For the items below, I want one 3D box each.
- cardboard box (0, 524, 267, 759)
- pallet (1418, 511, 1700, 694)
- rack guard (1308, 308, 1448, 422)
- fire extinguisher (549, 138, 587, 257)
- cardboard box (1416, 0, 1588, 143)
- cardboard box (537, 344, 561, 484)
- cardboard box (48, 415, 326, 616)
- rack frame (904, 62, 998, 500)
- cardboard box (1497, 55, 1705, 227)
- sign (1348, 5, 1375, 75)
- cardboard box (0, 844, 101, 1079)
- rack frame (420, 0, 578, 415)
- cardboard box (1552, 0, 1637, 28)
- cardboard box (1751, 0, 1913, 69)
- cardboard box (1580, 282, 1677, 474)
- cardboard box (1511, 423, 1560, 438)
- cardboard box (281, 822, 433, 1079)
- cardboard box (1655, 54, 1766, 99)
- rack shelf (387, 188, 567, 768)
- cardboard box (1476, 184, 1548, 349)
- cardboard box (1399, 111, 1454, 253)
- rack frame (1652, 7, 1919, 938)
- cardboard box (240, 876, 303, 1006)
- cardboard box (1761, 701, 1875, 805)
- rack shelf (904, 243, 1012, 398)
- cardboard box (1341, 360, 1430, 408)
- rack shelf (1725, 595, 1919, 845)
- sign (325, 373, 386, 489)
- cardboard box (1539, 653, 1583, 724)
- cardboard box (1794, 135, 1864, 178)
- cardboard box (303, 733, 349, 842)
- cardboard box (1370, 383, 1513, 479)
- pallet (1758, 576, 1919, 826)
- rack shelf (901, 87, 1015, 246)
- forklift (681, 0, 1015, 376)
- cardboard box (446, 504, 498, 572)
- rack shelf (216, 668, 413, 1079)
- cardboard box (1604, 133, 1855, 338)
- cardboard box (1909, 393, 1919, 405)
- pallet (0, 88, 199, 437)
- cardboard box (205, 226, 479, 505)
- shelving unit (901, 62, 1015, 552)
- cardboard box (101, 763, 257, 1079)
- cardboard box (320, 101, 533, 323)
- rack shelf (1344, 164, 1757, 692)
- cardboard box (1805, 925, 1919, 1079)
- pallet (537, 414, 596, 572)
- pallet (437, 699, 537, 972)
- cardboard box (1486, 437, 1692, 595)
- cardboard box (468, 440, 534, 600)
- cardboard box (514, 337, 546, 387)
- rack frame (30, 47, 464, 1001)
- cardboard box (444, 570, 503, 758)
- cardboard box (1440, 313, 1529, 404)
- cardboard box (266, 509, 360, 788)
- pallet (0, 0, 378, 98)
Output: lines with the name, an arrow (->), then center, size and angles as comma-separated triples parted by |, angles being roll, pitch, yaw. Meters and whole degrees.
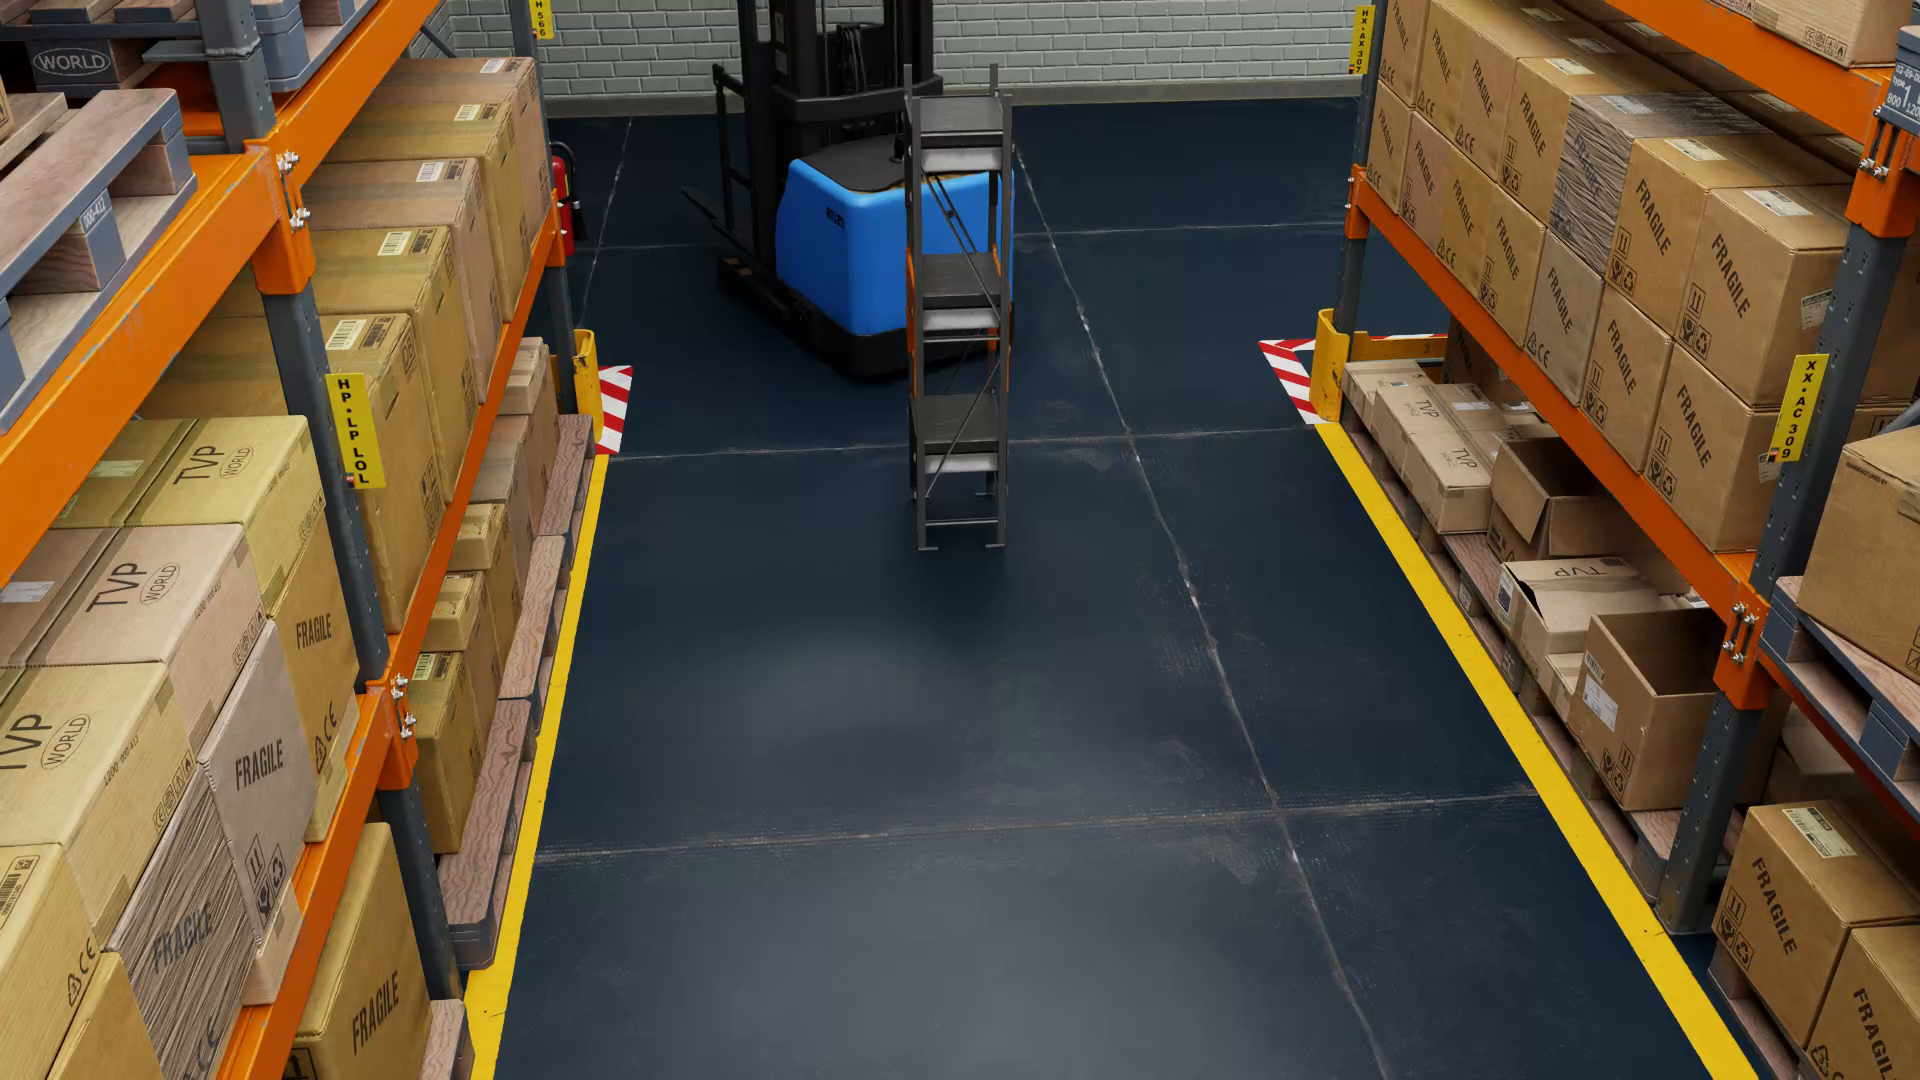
cardboard box -> -1.743, 0.206, 3.341 | 0.500, 0.250, 0.500 | -2, 31, -4
pallet -> 2.672, 0.203, 7.205 | 1.003, 0.211, 1.213 | -3, 31, -5
rack guard -> 2.485, -0.950, 8.853 | 1.175, 0.500, 0.348 | -3, 31, -5
fire extinguisher -> -2.008, -1.728, 8.158 | 0.296, 0.674, 0.183 | -3, 31, -5
cardboard box -> 2.314, -2.028, 7.148 | 0.500, 0.500, 0.500 | -2, 31, -4
cardboard box -> -2.288, -0.577, 7.819 | 0.700, 0.500, 0.500 | -3, 31, -5
cardboard box -> -1.781, -0.055, 3.779 | 0.500, 0.250, 0.500 | -2, 31, -3
rack frame -> -0.038, -1.111, 7.562 | 0.400, 2.100, 0.015 | -3, 31, -5
cardboard box -> 2.404, -1.513, 6.286 | 0.500, 0.500, 0.500 | -3, 31, -5
sign -> 1.938, -2.407, 8.011 | 0.100, 0.325, 0.005 | -3, 31, -5
cardboard box -> -1.647, 0.727, 2.470 | 0.500, 0.250, 0.500 | -3, 31, -6
rack frame -> -2.453, -1.823, 7.876 | 1.000, 3.000, 0.127 | -3, 31, -5
cardboard box -> 2.842, -2.062, 7.205 | 0.500, 0.500, 0.500 | -2, 31, -3
cardboard box -> 2.542, -1.479, 4.521 | 0.500, 0.250, 0.500 | -3, 31, -5
cardboard box -> 2.500, -0.569, 5.679 | 0.500, 0.500, 0.500 | -2, 31, -3
cardboard box -> 2.833, -0.318, 7.610 | 0.500, 0.250, 0.500 | -3, 31, -5
cardboard box -> -1.890, 1.288, 4.356 | 0.750, 0.750, 0.750 | -2, 31, -4
cardboard box -> 2.943, -1.535, 6.323 | 0.500, 0.500, 0.500 | -2, 31, -3
rack shelf -> -2.267, -0.493, 6.351 | 1.077, 0.370, 4.000 | -3, 31, -5
cardboard box -> 2.400, -1.091, 6.554 | 0.500, 0.500, 0.500 | -2, 31, -4
cardboard box -> 2.311, -1.602, 7.410 | 0.500, 0.500, 0.500 | -3, 31, -5
rack frame -> 2.852, -0.020, 4.858 | 1.000, 3.000, 0.127 | -3, 31, -5
cardboard box -> -1.657, 0.872, 3.590 | 0.380, 0.149, 0.250 | -3, 31, -5
cardboard box -> 3.028, 0.721, 5.811 | 0.500, 0.311, 0.500 | -3, 31, -5
rack shelf -> -0.015, -0.974, 7.360 | 0.431, 0.518, 0.480 | -3, 31, -5
cardboard box -> 2.175, -0.797, 8.510 | 0.380, 0.149, 0.250 | -3, 31, -5
rack shelf -> 3.039, 1.310, 3.333 | 1.077, 0.370, 4.000 | -3, 31, -5
sign -> -1.540, -0.274, 4.232 | 0.100, 0.325, 0.005 | -3, 31, -5
cardboard box -> 2.421, 0.549, 6.256 | 0.380, 0.149, 0.250 | -3, 31, -5
cardboard box -> 3.039, -1.009, 5.442 | 0.500, 0.500, 0.500 | -4, 31, -6
cardboard box -> -1.719, 0.606, 4.036 | 0.380, 0.149, 0.250 | -2, 31, -4
cardboard box -> 2.293, -0.524, 7.954 | 0.500, 0.250, 0.500 | -3, 31, -5
pallet -> 2.818, 0.476, 4.215 | 1.003, 0.211, 1.213 | -3, 31, -5
rack shelf -> -0.015, -1.575, 7.001 | 0.431, 0.518, 0.480 | -3, 31, -5
forklift -> -0.857, -2.880, 9.714 | 1.130, 2.935, 3.031 | -16, 35, -25
cardboard box -> -1.947, -0.003, 6.225 | 0.380, 0.149, 0.250 | -4, 31, -6
rack shelf -> -1.893, 1.550, 2.932 | 1.077, 0.370, 4.000 | -3, 31, -5
cardboard box -> 2.496, -0.999, 5.425 | 0.500, 0.500, 0.500 | -3, 31, -6
cardboard box -> 3.076, -0.336, 5.290 | 0.500, 0.500, 0.500 | -2, 31, -3
pallet -> -1.945, -0.520, 2.957 | 0.805, 0.209, 1.217 | -4, 31, -7
cardboard box -> -2.177, -0.560, 5.470 | 0.980, 0.700, 0.700 | -4, 31, -6
shelving unit -> -0.015, -0.986, 7.353 | 0.431, 2.100, 0.503 | -3, 31, -5
cardboard box -> -1.690, 0.781, 3.111 | 0.500, 0.500, 0.500 | -3, 31, -4
cardboard box -> -2.317, -1.321, 6.743 | 0.980, 0.700, 0.700 | -3, 31, -5
rack shelf -> 2.665, -0.732, 6.752 | 1.077, 0.370, 4.000 | -3, 31, -5
cardboard box -> 2.715, 1.395, 4.498 | 0.500, 0.500, 0.500 | -2, 31, -4
pallet -> -2.301, -0.221, 7.914 | 1.003, 0.211, 1.213 | -3, 31, -5
pallet -> -2.073, 1.025, 5.829 | 1.003, 0.211, 1.213 | -3, 31, -5
cardboard box -> 2.671, -0.096, 6.991 | 0.797, 0.503, 0.637 | -3, 31, -5
cardboard box -> -2.194, -0.065, 6.962 | 0.700, 0.500, 0.500 | -4, 31, -6
cardboard box -> -2.095, -0.799, 7.558 | 0.380, 0.149, 0.250 | -3, 31, -5
rack frame -> -2.080, 0.220, 4.457 | 1.000, 3.000, 0.127 | -3, 31, -5
cardboard box -> -2.091, 0.469, 6.068 | 0.700, 0.500, 0.500 | -3, 31, -5
cardboard box -> 2.774, -0.912, 8.360 | 0.500, 0.500, 0.500 | -3, 31, -5
cardboard box -> -1.786, 0.264, 3.976 | 0.500, 0.500, 0.500 | -3, 31, -5
pallet -> -2.146, -1.448, 4.411 | 1.003, 0.211, 1.213 | -3, 31, -5
